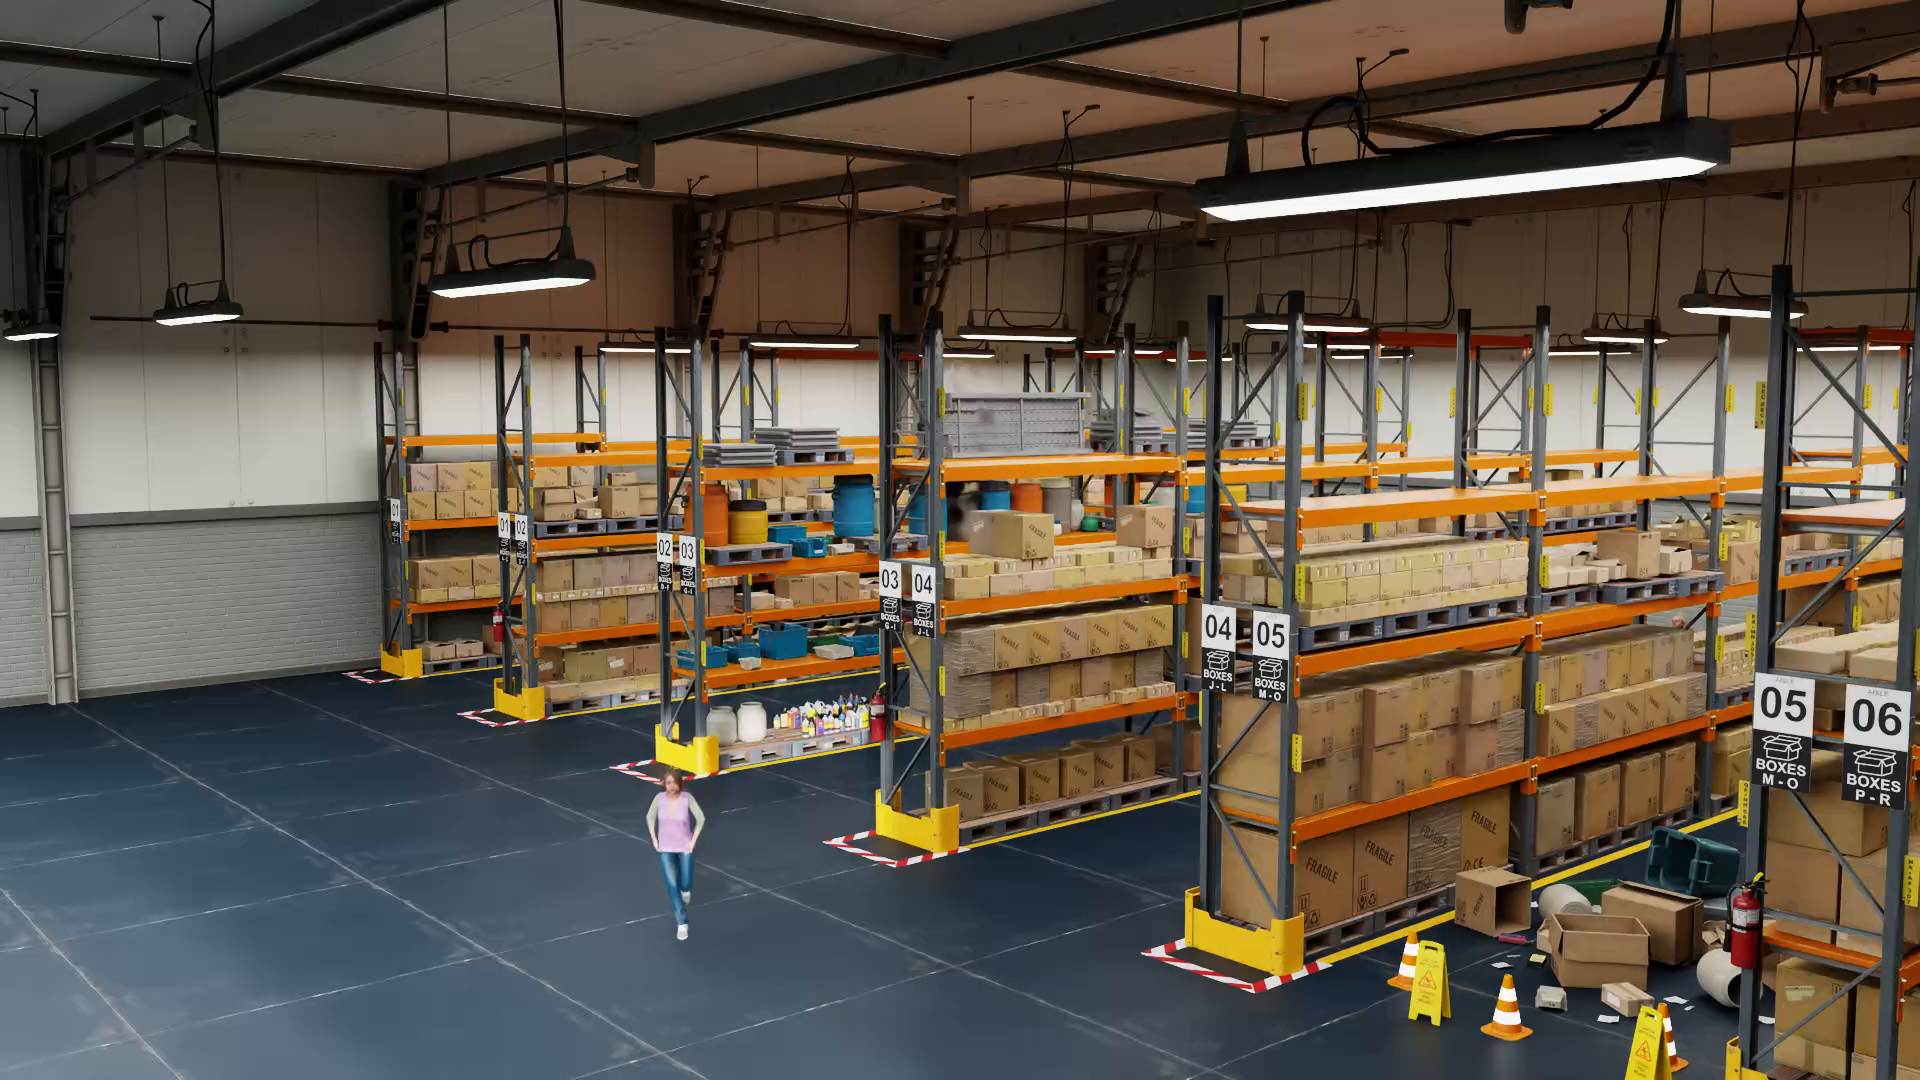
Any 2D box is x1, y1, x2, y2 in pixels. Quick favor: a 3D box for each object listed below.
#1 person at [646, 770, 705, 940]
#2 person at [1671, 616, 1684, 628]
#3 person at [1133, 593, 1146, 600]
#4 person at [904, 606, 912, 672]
[{"bbox_3d":[-2.719,2.954,15.901,0.559,1.576,0.695,0,5,-4],"label":"person"},{"bbox_3d":[11.061,2.002,25.707,0.581,1.682,0.667,-5,7,-44],"label":"person"},{"bbox_3d":[3.261,1.481,30.738,0.858,1.856,0.725,-5,7,-43],"label":"person"},{"bbox_3d":[-0.636,1.369,28.792,0.669,1.809,0.843,5,7,45],"label":"person"}]
